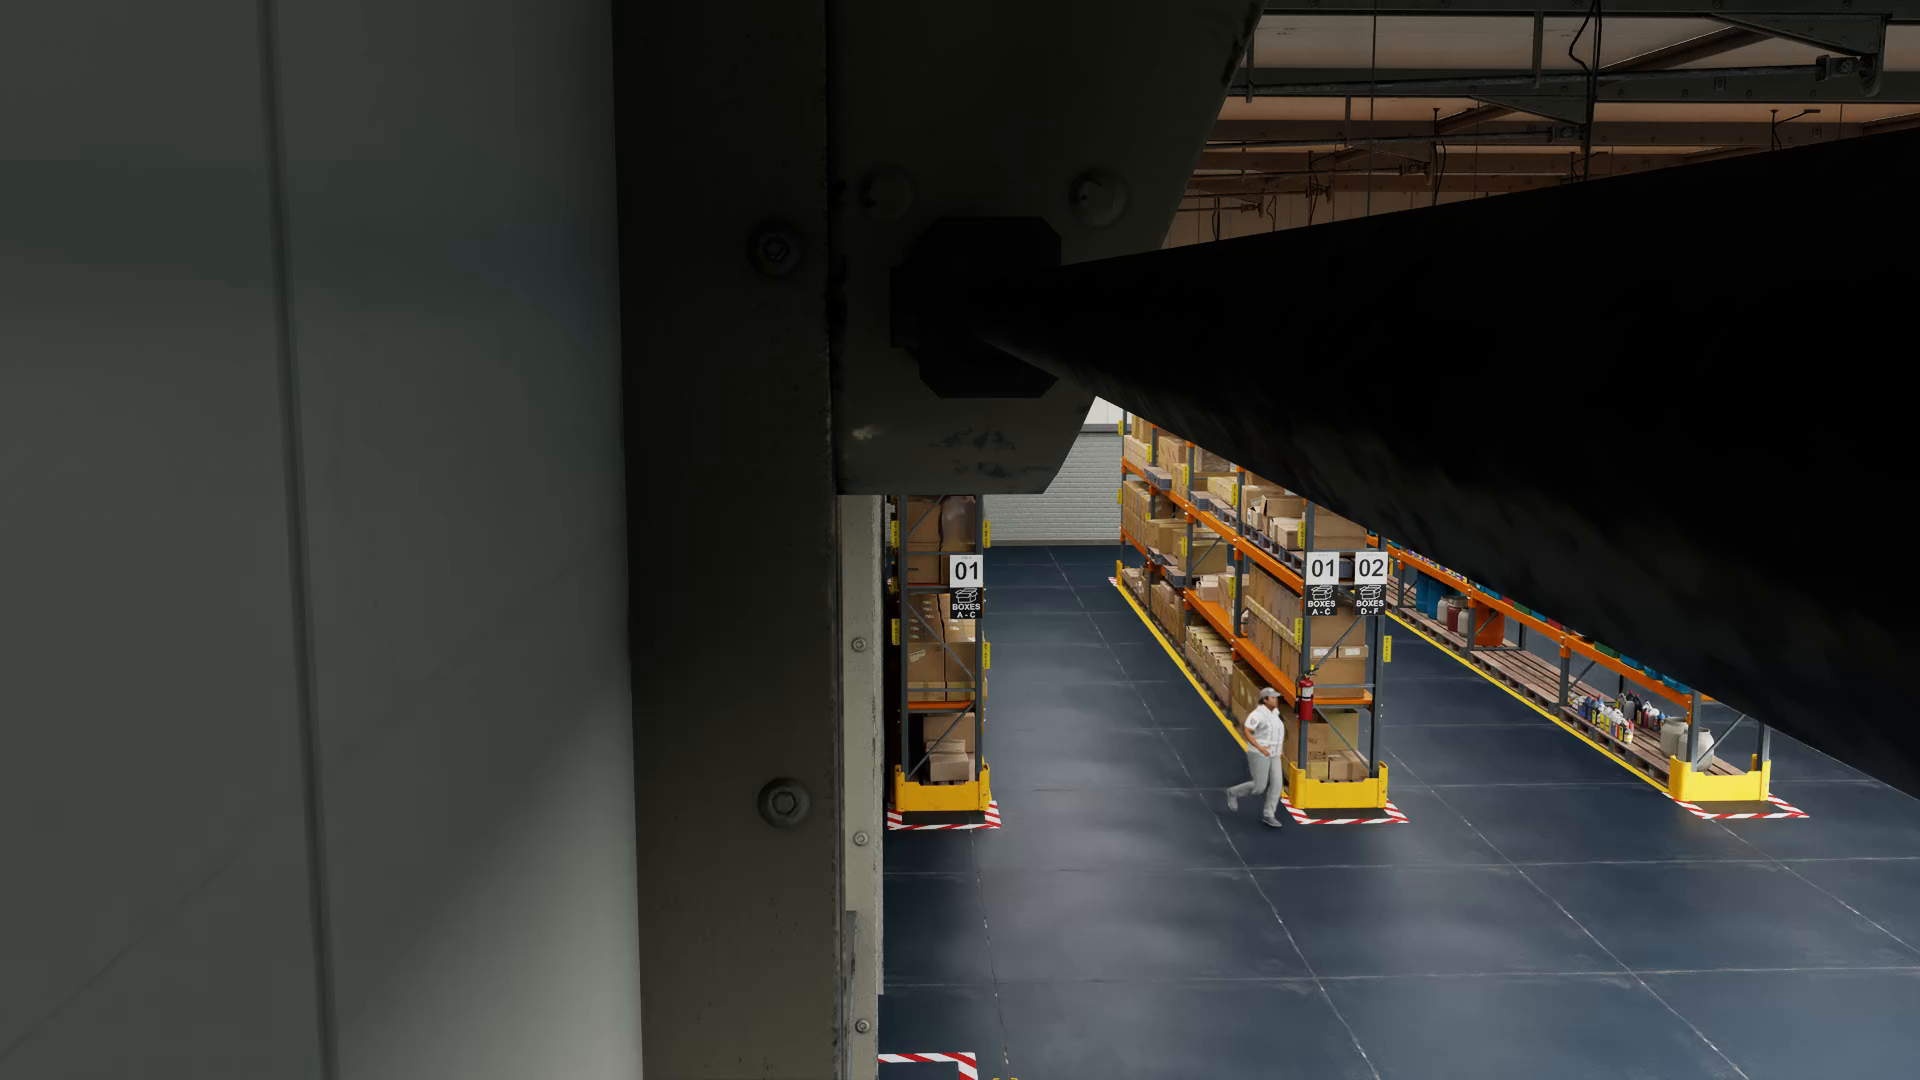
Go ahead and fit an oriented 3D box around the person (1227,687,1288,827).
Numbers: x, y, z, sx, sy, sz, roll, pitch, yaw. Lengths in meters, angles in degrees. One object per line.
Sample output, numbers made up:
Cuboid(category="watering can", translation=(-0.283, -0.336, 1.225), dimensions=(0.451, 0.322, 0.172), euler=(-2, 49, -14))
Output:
Cuboid(category="person", translation=(3.693, 2.587, 20.134), dimensions=(0.669, 1.620, 0.766), euler=(-8, 11, -42))
